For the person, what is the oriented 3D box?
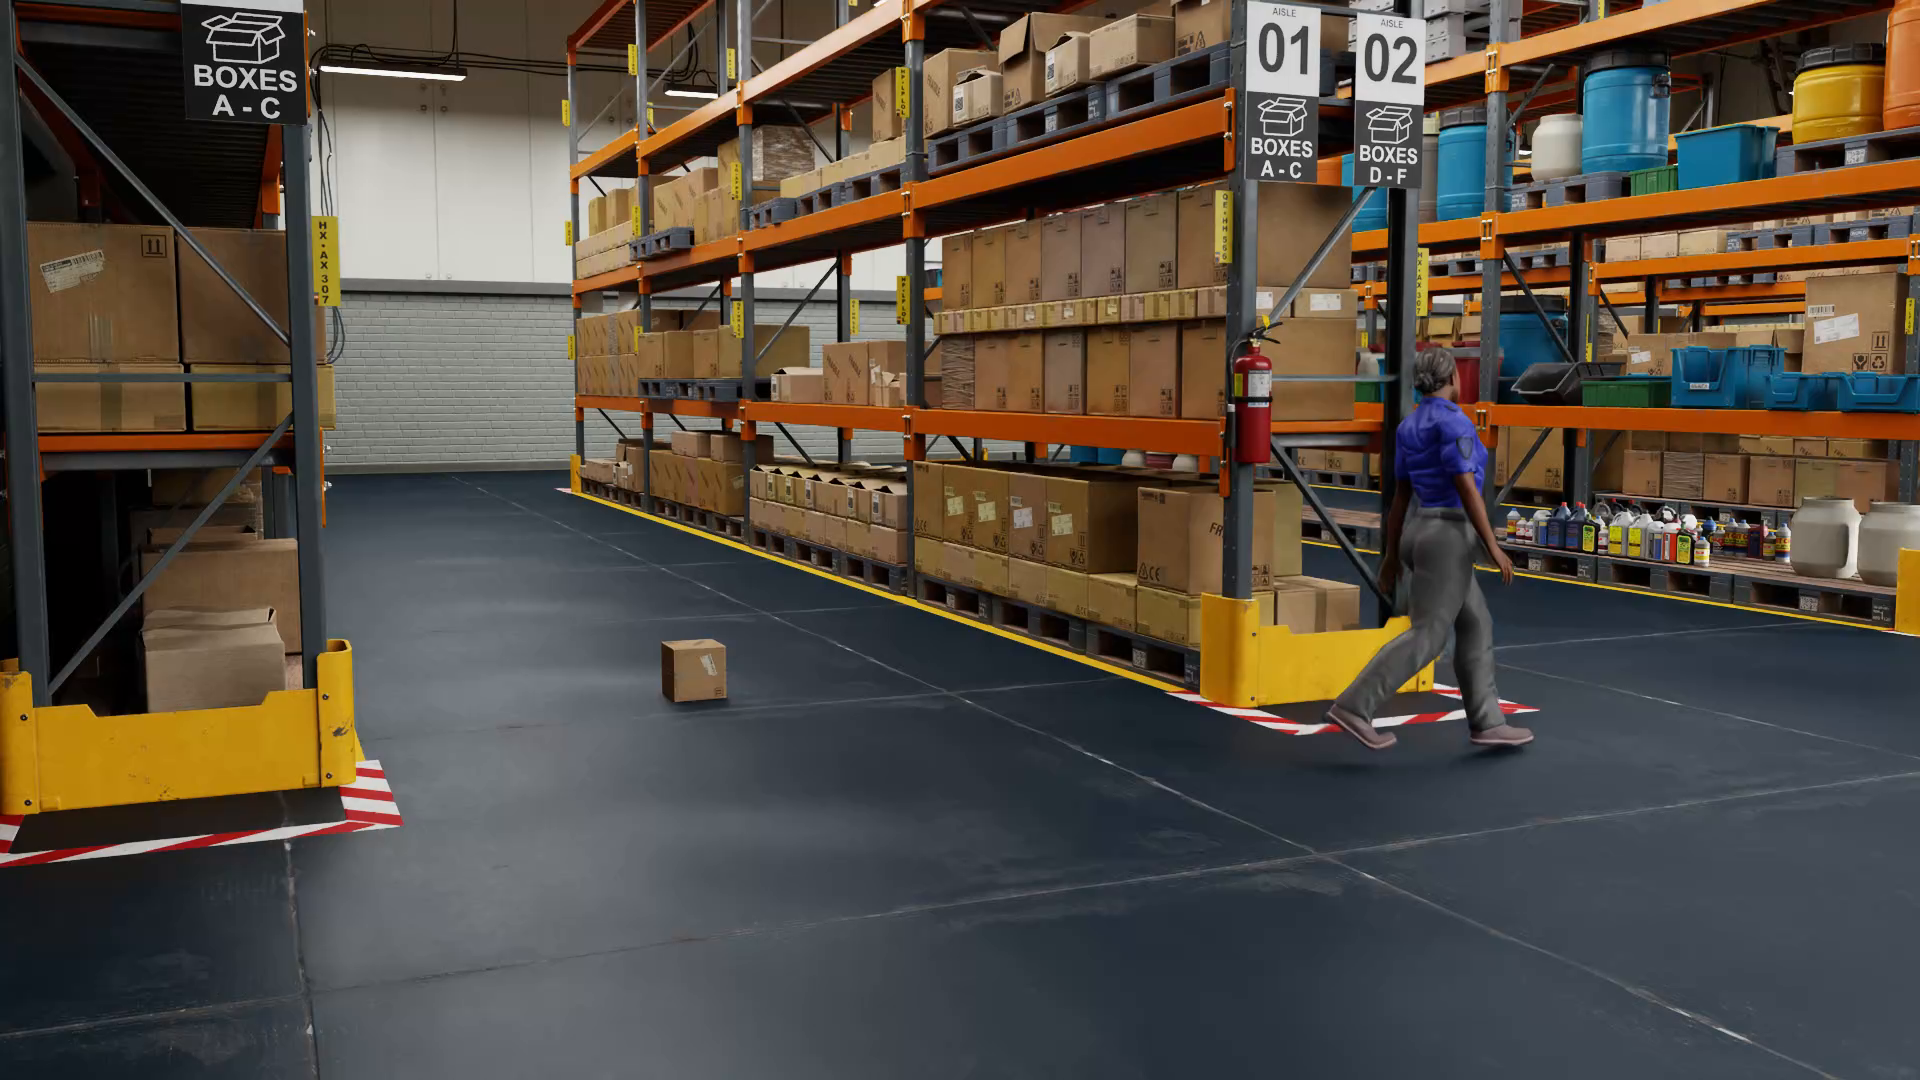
[{"bbox_3d":[1.883,0.040,6.617,0.955,1.613,0.524,-1,6,-10],"label":"person"}]
